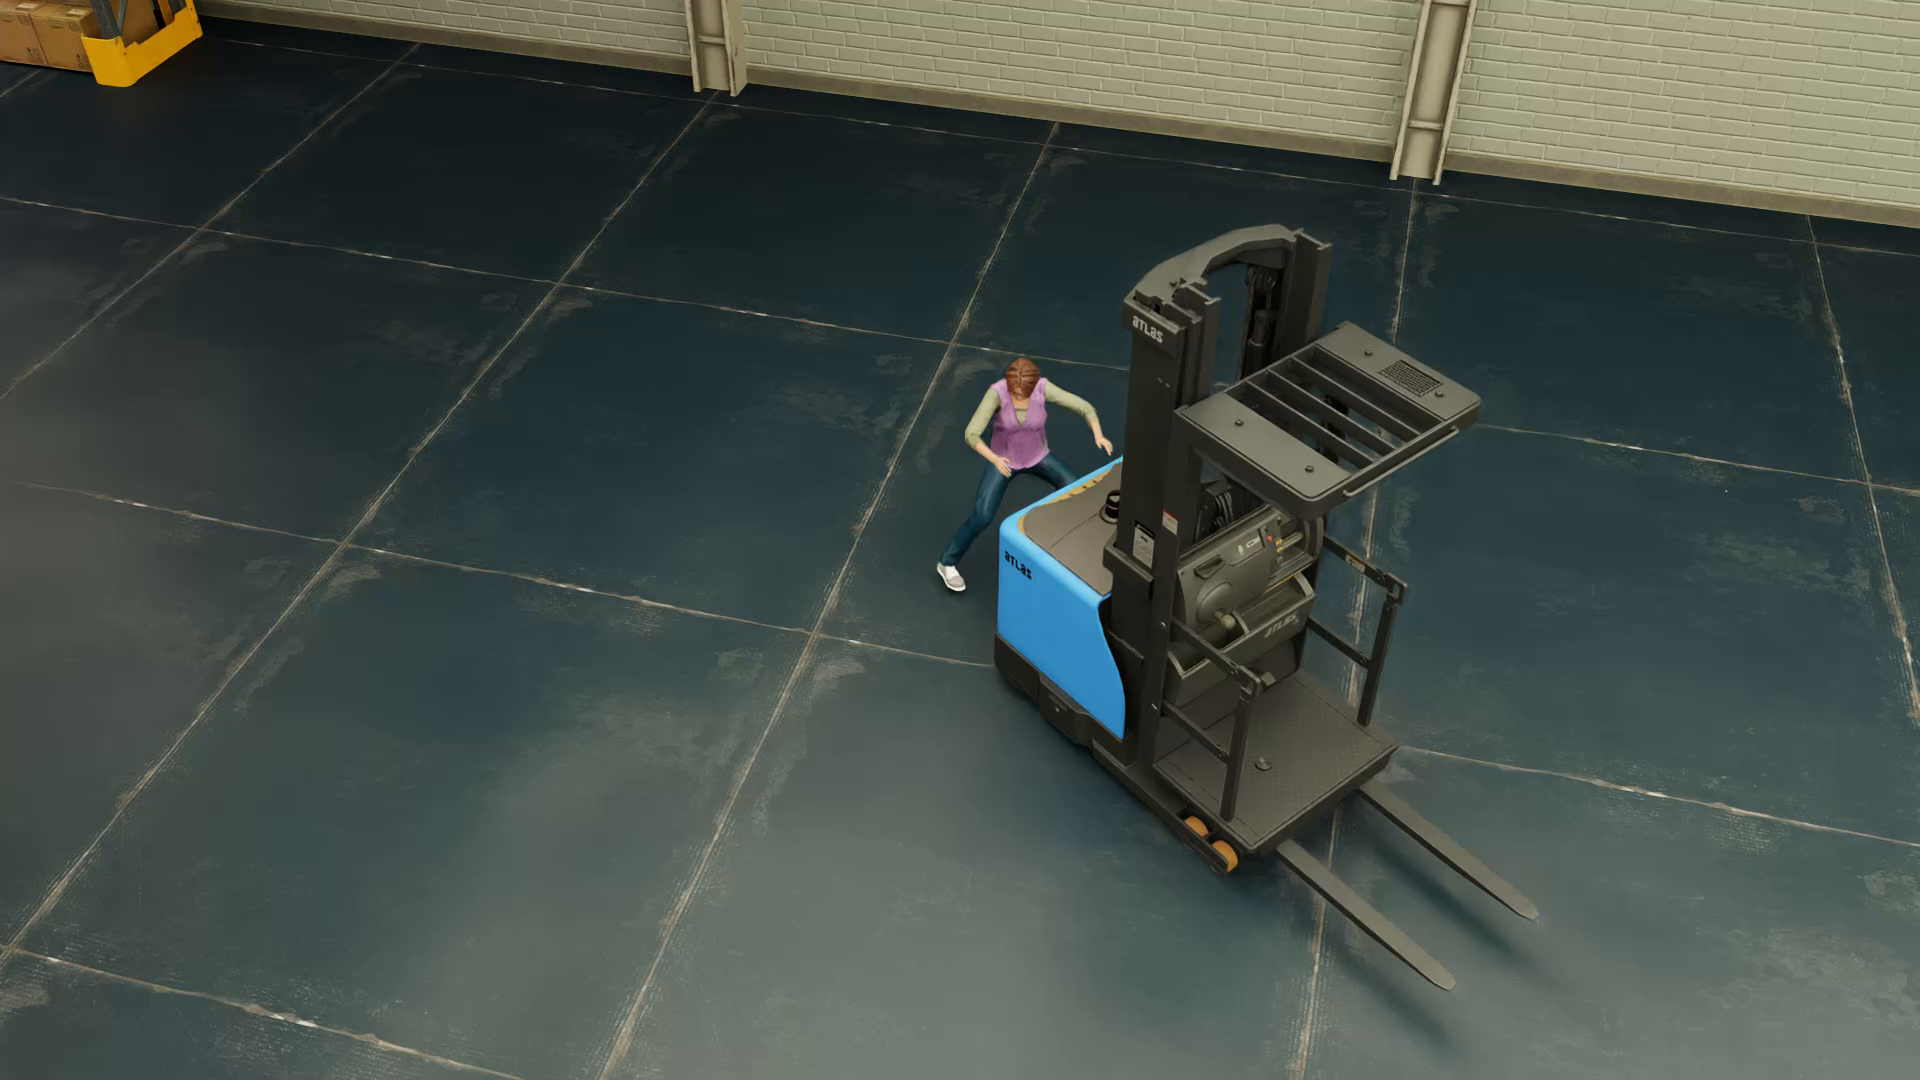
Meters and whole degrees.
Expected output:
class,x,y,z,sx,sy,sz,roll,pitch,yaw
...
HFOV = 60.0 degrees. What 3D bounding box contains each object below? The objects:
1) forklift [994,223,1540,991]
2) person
class,x,y,z,sx,sy,sz,roll,pitch,yaw
forklift,1.501,0.169,7.669,1.130,2.935,3.031,-28,48,-28
person,0.398,-0.420,9.456,1.083,1.379,0.600,-4,41,-5
